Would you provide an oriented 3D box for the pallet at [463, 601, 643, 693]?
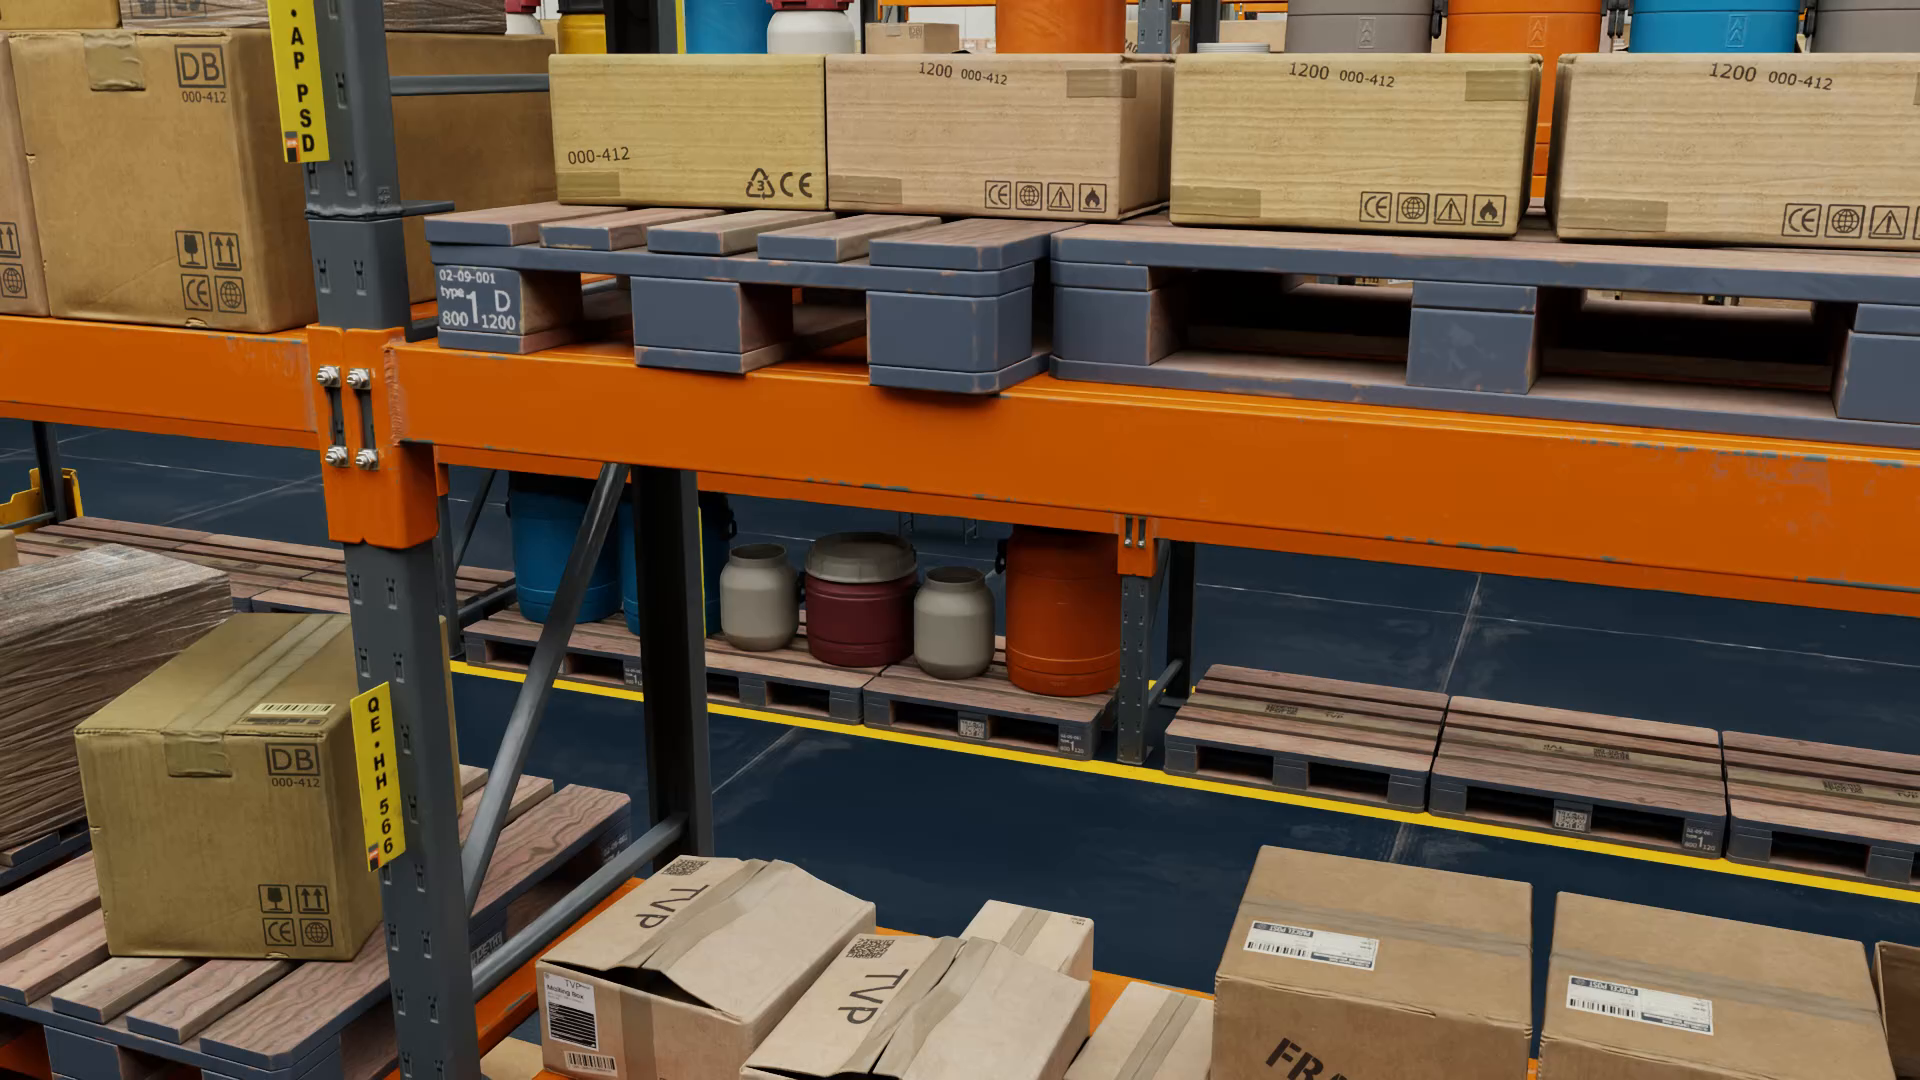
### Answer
[{"bbox_3d":[-2.027,0.528,9.476,1.213,0.211,1.003,6,17,21],"label":"pallet"}]

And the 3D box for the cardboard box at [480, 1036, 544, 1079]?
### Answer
[{"bbox_3d":[-1.148,1.661,4.266,0.500,0.500,0.500,7,18,23],"label":"cardboard box"}]

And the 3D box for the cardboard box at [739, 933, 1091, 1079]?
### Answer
[{"bbox_3d":[-0.069,0.977,3.087,0.500,0.311,0.500,6,17,20],"label":"cardboard box"}]

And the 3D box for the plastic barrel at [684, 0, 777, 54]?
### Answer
[{"bbox_3d":[-1.086,-2.649,8.385,0.708,0.901,0.600,6,17,21],"label":"plastic barrel"}]

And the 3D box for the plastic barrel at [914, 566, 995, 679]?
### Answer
[{"bbox_3d":[-0.028,0.421,8.551,0.421,0.512,0.421,0,16,0],"label":"plastic barrel"}]

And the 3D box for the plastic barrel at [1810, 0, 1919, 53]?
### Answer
[{"bbox_3d":[3.551,-1.826,6.305,0.600,0.901,0.600,0,16,0],"label":"plastic barrel"}]

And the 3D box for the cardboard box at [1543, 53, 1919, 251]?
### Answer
[{"bbox_3d":[1.135,-0.580,2.426,0.500,0.250,0.500,5,17,16],"label":"cardboard box"}]

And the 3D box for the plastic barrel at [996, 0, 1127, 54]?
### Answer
[{"bbox_3d":[0.465,-2.399,7.653,0.708,0.830,0.600,6,17,21],"label":"plastic barrel"}]

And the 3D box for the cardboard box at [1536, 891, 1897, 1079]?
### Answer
[{"bbox_3d":[1.227,0.966,2.787,0.500,0.500,0.500,6,17,21],"label":"cardboard box"}]

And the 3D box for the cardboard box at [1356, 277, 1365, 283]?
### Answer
[{"bbox_3d":[5.005,-3.712,22.138,0.875,0.875,0.875,7,17,21],"label":"cardboard box"}]

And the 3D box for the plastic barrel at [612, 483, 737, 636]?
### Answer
[{"bbox_3d":[-1.571,0.038,9.174,0.708,0.901,0.600,6,17,21],"label":"plastic barrel"}]

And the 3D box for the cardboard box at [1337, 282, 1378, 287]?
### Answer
[{"bbox_3d":[4.170,-2.547,17.451,0.500,0.250,0.500,5,17,18],"label":"cardboard box"}]

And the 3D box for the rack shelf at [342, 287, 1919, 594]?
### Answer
[{"bbox_3d":[1.031,-0.098,2.540,4.000,0.370,1.077,6,17,21],"label":"rack shelf"}]

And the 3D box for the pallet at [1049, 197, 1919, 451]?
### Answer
[{"bbox_3d":[0.876,-0.397,2.620,1.213,0.211,1.003,7,18,23],"label":"pallet"}]

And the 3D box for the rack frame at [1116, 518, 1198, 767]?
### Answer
[{"bbox_3d":[0.991,-0.492,7.987,0.127,3.000,1.000,6,17,21],"label":"rack frame"}]

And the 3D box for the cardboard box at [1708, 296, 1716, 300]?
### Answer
[{"bbox_3d":[9.007,-3.002,20.596,0.625,0.372,0.950,7,18,24],"label":"cardboard box"}]

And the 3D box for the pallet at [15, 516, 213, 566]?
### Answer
[{"bbox_3d":[-5.698,0.124,10.869,1.213,0.211,1.003,6,17,21],"label":"pallet"}]

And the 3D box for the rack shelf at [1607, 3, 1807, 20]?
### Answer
[{"bbox_3d":[10.123,-7.773,24.315,4.000,0.370,1.077,6,17,21],"label":"rack shelf"}]

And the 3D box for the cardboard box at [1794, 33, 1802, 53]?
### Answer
[{"bbox_3d":[5.252,-3.229,11.096,0.637,0.503,0.797,7,18,23],"label":"cardboard box"}]

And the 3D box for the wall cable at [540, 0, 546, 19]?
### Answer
[{"bbox_3d":[-6.392,-8.555,25.000,0.029,3.000,0.463,6,17,21],"label":"wall cable"}]

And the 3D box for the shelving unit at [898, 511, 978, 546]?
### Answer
[{"bbox_3d":[-0.154,-0.593,11.565,0.503,1.200,0.258,6,17,21],"label":"shelving unit"}]

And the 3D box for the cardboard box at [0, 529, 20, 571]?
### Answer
[{"bbox_3d":[-2.884,0.299,4.332,0.500,0.500,0.700,2,16,7],"label":"cardboard box"}]

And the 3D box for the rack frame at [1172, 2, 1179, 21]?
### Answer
[{"bbox_3d":[2.724,-7.637,21.838,0.127,3.000,1.000,6,17,21],"label":"rack frame"}]

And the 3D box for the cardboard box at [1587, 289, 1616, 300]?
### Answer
[{"bbox_3d":[4.284,-1.675,11.578,0.500,0.250,0.500,6,17,19],"label":"cardboard box"}]

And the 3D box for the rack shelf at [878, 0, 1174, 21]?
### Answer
[{"bbox_3d":[0.863,-7.304,22.698,4.000,0.370,1.077,6,17,21],"label":"rack shelf"}]

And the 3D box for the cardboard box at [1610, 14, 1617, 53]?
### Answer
[{"bbox_3d":[4.280,-3.417,11.606,0.500,0.500,0.500,7,17,22],"label":"cardboard box"}]

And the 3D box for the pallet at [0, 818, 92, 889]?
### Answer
[{"bbox_3d":[-2.640,0.687,4.271,1.213,0.211,1.003,6,17,21],"label":"pallet"}]

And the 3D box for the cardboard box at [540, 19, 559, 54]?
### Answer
[{"bbox_3d":[-3.152,-4.164,14.145,0.500,0.500,0.700,5,17,17],"label":"cardboard box"}]

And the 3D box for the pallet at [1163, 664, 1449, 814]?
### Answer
[{"bbox_3d":[1.698,0.937,8.068,1.213,0.211,1.003,6,17,21],"label":"pallet"}]

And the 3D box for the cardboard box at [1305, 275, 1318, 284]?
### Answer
[{"bbox_3d":[2.457,-1.944,12.812,0.500,0.500,0.500,7,18,22],"label":"cardboard box"}]

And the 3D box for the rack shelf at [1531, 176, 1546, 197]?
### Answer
[{"bbox_3d":[2.852,-1.382,6.964,4.000,0.370,1.077,6,17,21],"label":"rack shelf"}]

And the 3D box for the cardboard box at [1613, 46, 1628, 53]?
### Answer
[{"bbox_3d":[6.259,-4.465,15.520,0.500,0.311,0.500,6,17,20],"label":"cardboard box"}]

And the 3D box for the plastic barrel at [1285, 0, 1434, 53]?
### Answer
[{"bbox_3d":[1.676,-2.032,7.015,0.600,0.901,0.600,0,16,0],"label":"plastic barrel"}]

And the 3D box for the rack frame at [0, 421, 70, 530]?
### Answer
[{"bbox_3d":[-6.451,-1.310,10.805,0.127,3.000,1.000,6,17,21],"label":"rack frame"}]

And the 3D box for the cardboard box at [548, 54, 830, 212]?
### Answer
[{"bbox_3d":[-0.387,-0.746,2.997,0.500,0.250,0.500,5,17,17],"label":"cardboard box"}]

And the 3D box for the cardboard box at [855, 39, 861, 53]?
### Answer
[{"bbox_3d":[-1.068,-5.412,18.212,0.250,0.149,0.380,7,18,23],"label":"cardboard box"}]

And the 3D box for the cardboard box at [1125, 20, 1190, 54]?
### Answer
[{"bbox_3d":[1.380,-3.576,12.297,0.500,0.500,0.500,7,18,24],"label":"cardboard box"}]

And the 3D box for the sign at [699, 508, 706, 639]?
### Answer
[{"bbox_3d":[-0.629,0.092,3.898,0.005,0.325,0.100,6,17,21],"label":"sign"}]

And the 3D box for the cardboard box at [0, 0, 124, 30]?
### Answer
[{"bbox_3d":[-1.707,-1.274,3.330,0.500,0.500,0.500,6,17,21],"label":"cardboard box"}]

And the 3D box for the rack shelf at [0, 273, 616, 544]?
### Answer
[{"bbox_3d":[-2.690,-0.507,3.949,4.000,0.370,1.077,6,17,21],"label":"rack shelf"}]
